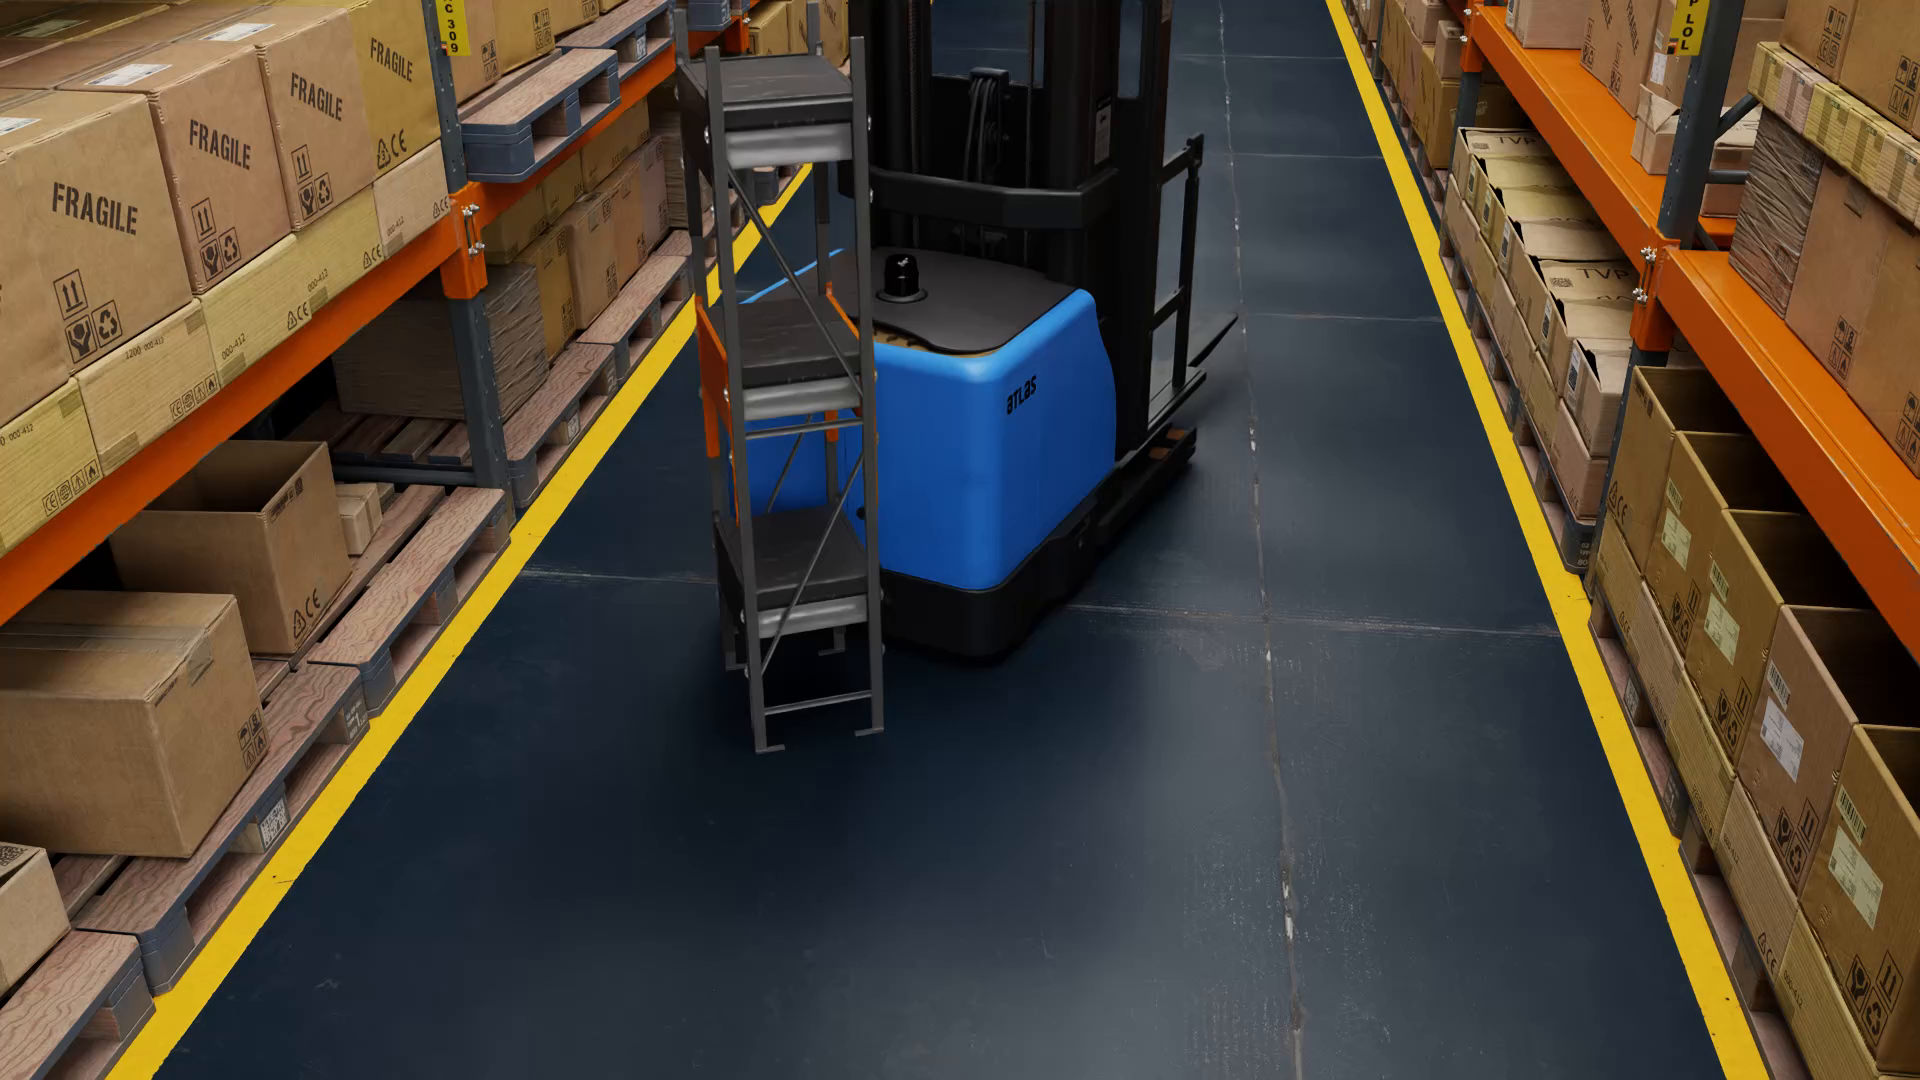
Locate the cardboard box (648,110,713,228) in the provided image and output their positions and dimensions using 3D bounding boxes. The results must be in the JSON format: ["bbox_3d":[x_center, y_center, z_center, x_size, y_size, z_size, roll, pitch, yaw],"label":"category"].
[{"bbox_3d":[-1.747,-2.021,9.010,0.700,0.500,0.500,4,29,7],"label":"cardboard box"}]

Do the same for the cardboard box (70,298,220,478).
[{"bbox_3d":[-2.134,-0.380,3.930,0.500,0.250,0.500,4,29,7],"label":"cardboard box"}]

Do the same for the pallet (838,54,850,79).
[{"bbox_3d":[-1.241,-3.557,12.630,1.003,0.211,1.213,3,28,6],"label":"pallet"}]

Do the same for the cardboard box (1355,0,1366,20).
[{"bbox_3d":[3.576,-4.514,13.837,0.500,0.311,0.500,3,28,6],"label":"cardboard box"}]

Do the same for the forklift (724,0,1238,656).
[{"bbox_3d":[0.314,-1.585,6.102,1.130,2.935,3.031,13,31,23],"label":"forklift"}]

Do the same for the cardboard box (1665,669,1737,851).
[{"bbox_3d":[2.225,0.596,4.437,0.500,0.250,0.500,3,28,6],"label":"cardboard box"}]

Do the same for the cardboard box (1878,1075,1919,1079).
[{"bbox_3d":[2.047,1.302,3.126,0.500,0.250,0.500,3,28,6],"label":"cardboard box"}]

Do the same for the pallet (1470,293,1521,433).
[{"bbox_3d":[2.914,-0.798,7.508,1.003,0.211,1.213,3,28,6],"label":"pallet"}]

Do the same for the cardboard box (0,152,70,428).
[{"bbox_3d":[-2.194,-0.459,3.285,0.500,0.500,0.500,2,28,5],"label":"cardboard box"}]

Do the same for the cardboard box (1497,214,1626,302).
[{"bbox_3d":[2.667,-1.245,7.264,0.500,0.311,0.500,3,28,6],"label":"cardboard box"}]

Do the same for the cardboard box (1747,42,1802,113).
[{"bbox_3d":[2.491,-1.315,4.738,0.380,0.149,0.250,3,28,6],"label":"cardboard box"}]

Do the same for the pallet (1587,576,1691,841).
[{"bbox_3d":[2.577,0.499,5.101,1.003,0.211,1.213,3,28,6],"label":"pallet"}]

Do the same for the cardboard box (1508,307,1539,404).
[{"bbox_3d":[2.605,-0.766,6.965,0.500,0.250,0.500,4,29,7],"label":"cardboard box"}]

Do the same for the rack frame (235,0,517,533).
[{"bbox_3d":[-2.201,-1.386,5.661,1.000,3.000,0.127,3,28,6],"label":"rack frame"}]

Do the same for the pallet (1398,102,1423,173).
[{"bbox_3d":[3.487,-2.677,10.997,1.003,0.211,1.213,3,28,6],"label":"pallet"}]

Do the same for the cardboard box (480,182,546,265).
[{"bbox_3d":[-2.077,-1.365,7.002,0.500,0.250,0.500,3,28,5],"label":"cardboard box"}]

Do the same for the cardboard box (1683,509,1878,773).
[{"bbox_3d":[2.226,0.266,4.259,0.500,0.500,0.500,3,28,6],"label":"cardboard box"}]

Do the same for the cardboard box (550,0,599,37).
[{"bbox_3d":[-1.980,-2.436,7.040,0.700,0.500,0.500,7,29,13],"label":"cardboard box"}]

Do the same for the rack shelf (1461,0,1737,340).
[{"bbox_3d":[2.961,-1.725,7.048,1.077,0.370,4.000,3,28,6],"label":"rack shelf"}]

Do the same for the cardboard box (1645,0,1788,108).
[{"bbox_3d":[2.891,-1.753,6.236,0.500,0.500,0.500,5,29,10],"label":"cardboard box"}]

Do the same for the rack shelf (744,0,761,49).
[{"bbox_3d":[-1.466,-3.894,11.074,1.077,0.370,4.000,3,28,6],"label":"rack shelf"}]

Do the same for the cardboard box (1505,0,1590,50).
[{"bbox_3d":[2.904,-2.534,7.885,0.500,0.311,0.500,3,28,6],"label":"cardboard box"}]

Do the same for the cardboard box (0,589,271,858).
[{"bbox_3d":[-2.308,0.472,4.383,0.700,0.500,0.500,2,28,3],"label":"cardboard box"}]

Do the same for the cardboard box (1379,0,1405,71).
[{"bbox_3d":[3.395,-3.746,12.212,0.500,0.500,0.500,2,28,4],"label":"cardboard box"}]

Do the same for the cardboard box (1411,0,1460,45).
[{"bbox_3d":[3.211,-3.369,10.722,0.500,0.250,0.500,3,28,5],"label":"cardboard box"}]

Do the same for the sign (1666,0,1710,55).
[{"bbox_3d":[2.176,-1.602,4.924,0.100,0.325,0.005,3,28,6],"label":"sign"}]

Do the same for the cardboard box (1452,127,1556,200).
[{"bbox_3d":[2.850,-1.975,8.618,0.500,0.311,0.500,4,29,8],"label":"cardboard box"}]

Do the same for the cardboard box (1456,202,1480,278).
[{"bbox_3d":[2.789,-1.491,8.312,0.500,0.250,0.500,3,28,5],"label":"cardboard box"}]

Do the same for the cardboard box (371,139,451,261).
[{"bbox_3d":[-1.958,-1.089,5.245,0.500,0.250,0.500,3,29,6],"label":"cardboard box"}]

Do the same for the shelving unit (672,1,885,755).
[{"bbox_3d":[-0.504,-0.415,4.805,0.431,2.100,0.503,-9,30,-15],"label":"shelving unit"}]

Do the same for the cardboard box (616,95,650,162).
[{"bbox_3d":[-1.880,-2.086,8.341,0.500,0.250,0.500,4,29,7],"label":"cardboard box"}]

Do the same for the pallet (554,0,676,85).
[{"bbox_3d":[-1.913,-2.251,7.467,1.003,0.211,1.213,3,28,6],"label":"pallet"}]

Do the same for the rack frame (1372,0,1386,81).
[{"bbox_3d":[3.696,-4.866,12.120,1.000,3.000,0.127,3,28,6],"label":"rack frame"}]

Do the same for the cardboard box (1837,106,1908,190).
[{"bbox_3d":[2.399,-0.951,4.064,0.380,0.149,0.250,3,28,6],"label":"cardboard box"}]

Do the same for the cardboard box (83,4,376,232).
[{"bbox_3d":[-2.008,-1.184,4.631,0.500,0.500,0.500,3,28,6],"label":"cardboard box"}]

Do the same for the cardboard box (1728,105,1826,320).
[{"bbox_3d":[2.668,-0.935,4.718,0.700,0.500,0.500,3,28,5],"label":"cardboard box"}]

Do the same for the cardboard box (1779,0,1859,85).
[{"bbox_3d":[2.668,-1.506,4.410,0.700,0.500,0.500,3,29,6],"label":"cardboard box"}]

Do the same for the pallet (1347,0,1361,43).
[{"bbox_3d":[3.928,-4.537,14.450,1.003,0.211,1.213,3,28,6],"label":"pallet"}]

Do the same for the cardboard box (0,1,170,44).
[{"bbox_3d":[-2.533,-1.207,4.674,0.500,0.500,0.500,3,28,6],"label":"cardboard box"}]

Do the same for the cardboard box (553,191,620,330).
[{"bbox_3d":[-2.011,-1.311,7.693,0.700,0.500,0.500,4,29,7],"label":"cardboard box"}]

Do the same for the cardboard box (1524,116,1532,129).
[{"bbox_3d":[3.604,-2.521,9.938,0.500,0.500,0.500,2,28,4],"label":"cardboard box"}]

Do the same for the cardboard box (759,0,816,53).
[{"bbox_3d":[-1.377,-3.258,10.959,0.750,0.750,0.750,3,28,6],"label":"cardboard box"}]

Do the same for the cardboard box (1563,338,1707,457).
[{"bbox_3d":[2.481,-0.529,5.934,0.500,0.311,0.500,3,28,6],"label":"cardboard box"}]

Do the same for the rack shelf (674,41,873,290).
[{"bbox_3d":[-0.505,-1.019,4.478,0.431,0.518,0.480,-9,30,-15],"label":"rack shelf"}]

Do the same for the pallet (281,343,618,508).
[{"bbox_3d":[-2.107,-0.525,7.003,1.003,0.211,1.213,3,28,6],"label":"pallet"}]

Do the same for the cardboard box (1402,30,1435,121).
[{"bbox_3d":[3.209,-3.021,10.867,0.500,0.500,0.500,2,28,4],"label":"cardboard box"}]
